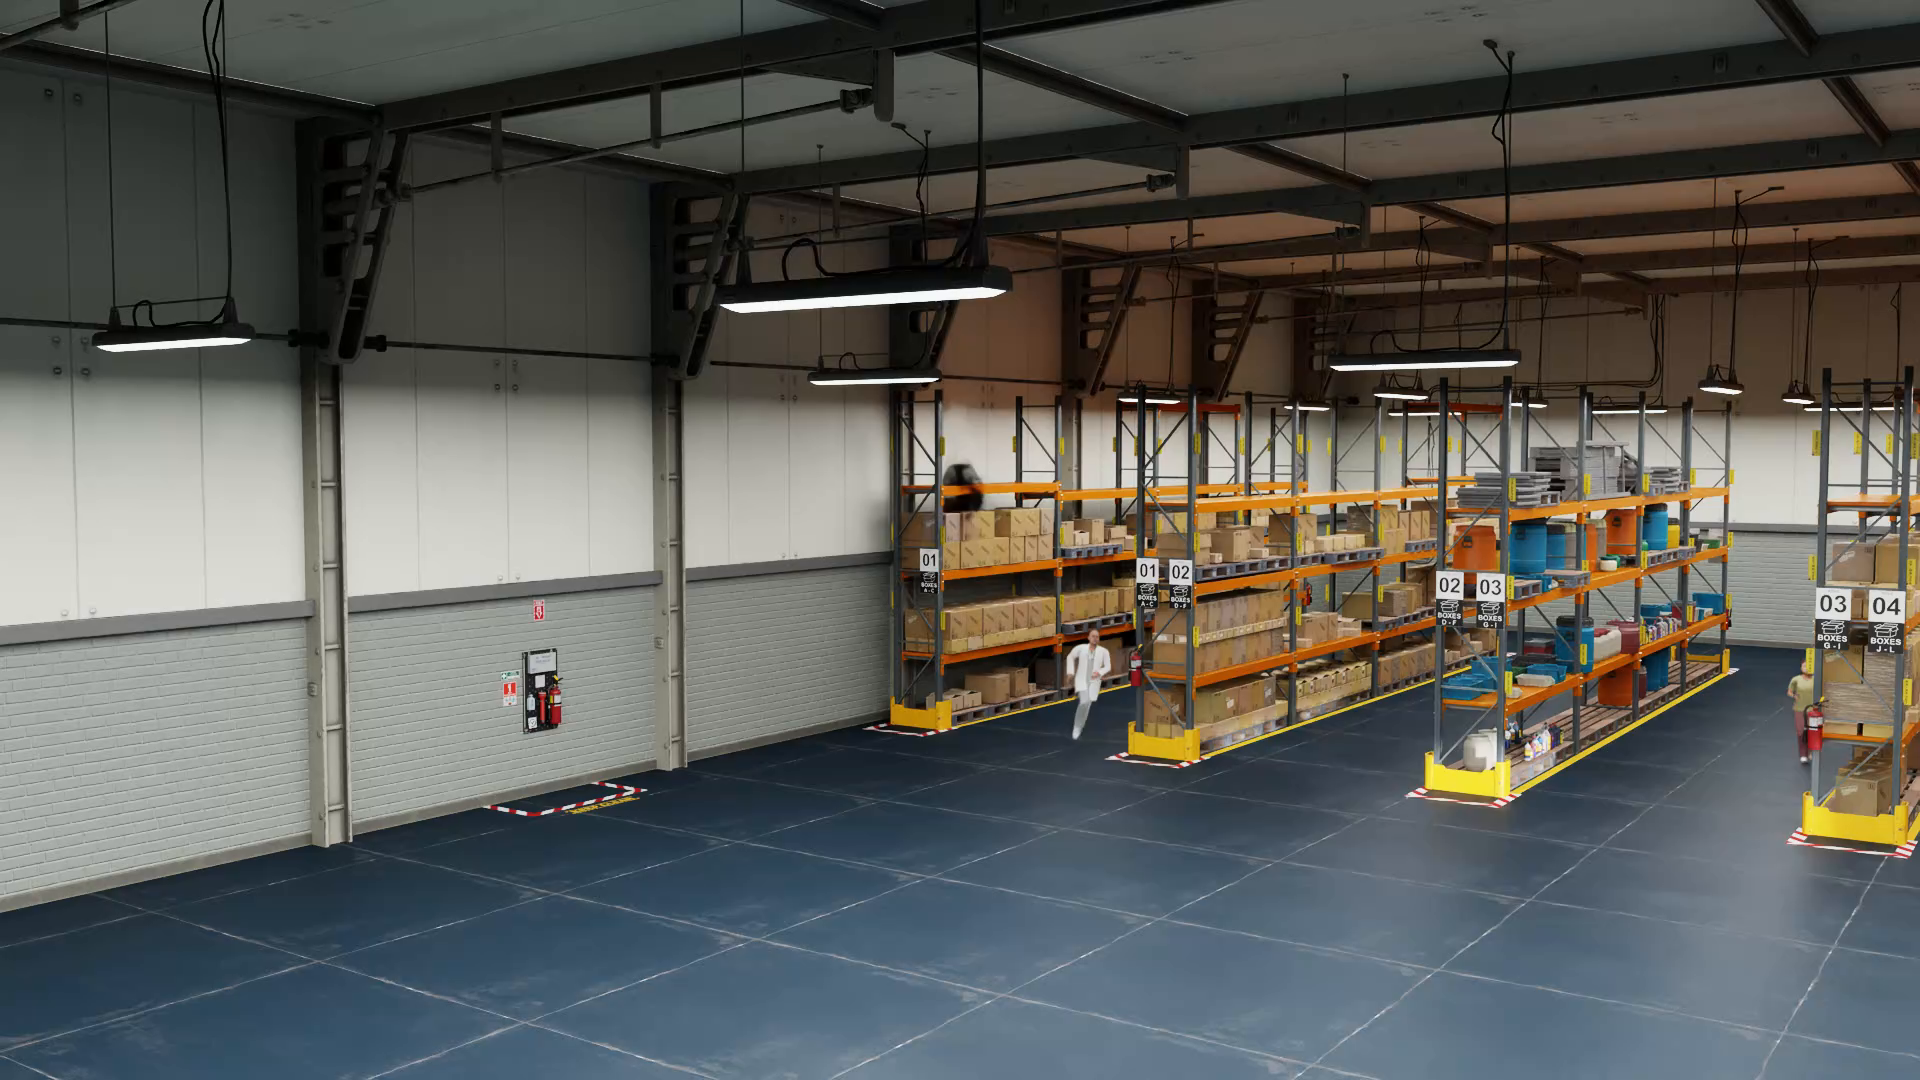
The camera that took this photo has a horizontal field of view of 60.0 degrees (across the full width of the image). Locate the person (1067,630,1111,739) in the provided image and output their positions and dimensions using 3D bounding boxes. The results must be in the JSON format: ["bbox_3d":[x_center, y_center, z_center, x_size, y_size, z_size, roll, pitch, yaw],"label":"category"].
[{"bbox_3d":[2.098,2.338,26.962,0.700,1.742,0.634,0,3,-2],"label":"person"}]

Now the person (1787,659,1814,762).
[{"bbox_3d":[13.325,2.702,26.176,0.568,1.621,0.543,2,4,27],"label":"person"}]
